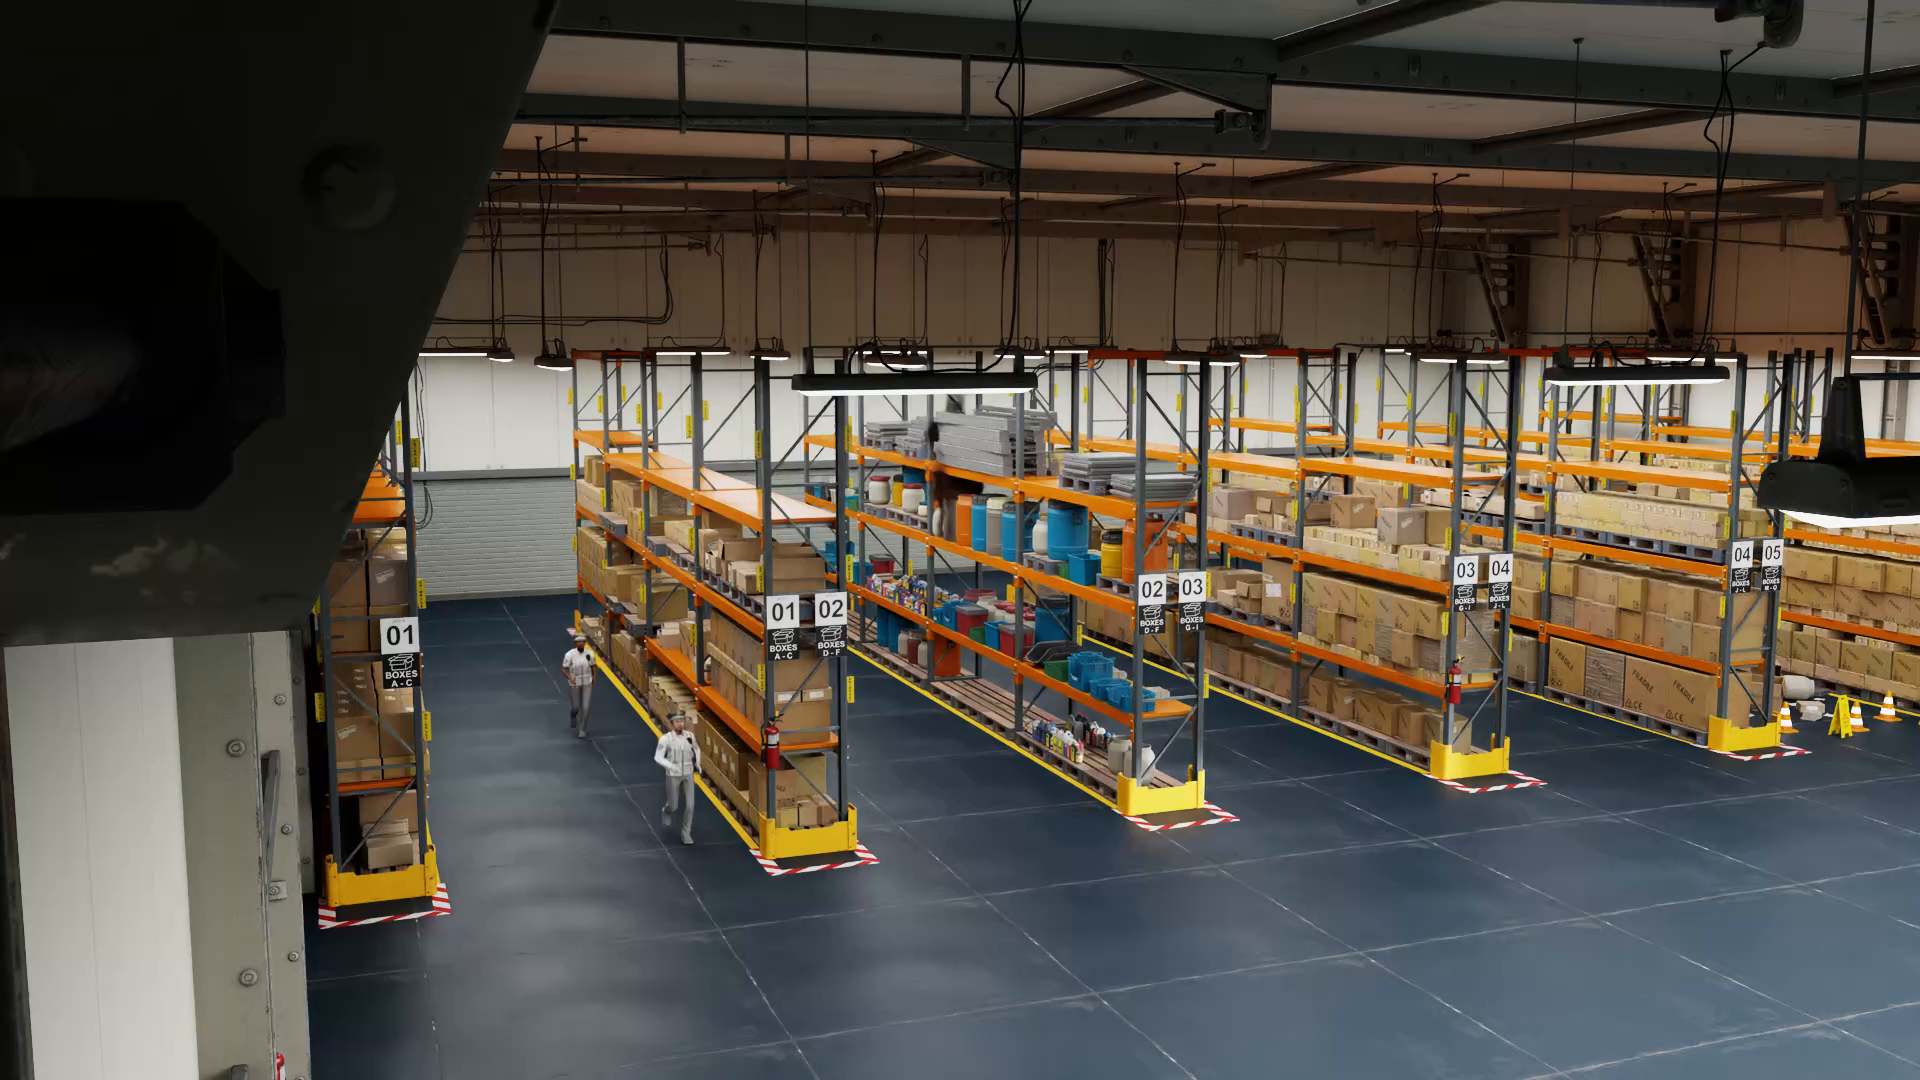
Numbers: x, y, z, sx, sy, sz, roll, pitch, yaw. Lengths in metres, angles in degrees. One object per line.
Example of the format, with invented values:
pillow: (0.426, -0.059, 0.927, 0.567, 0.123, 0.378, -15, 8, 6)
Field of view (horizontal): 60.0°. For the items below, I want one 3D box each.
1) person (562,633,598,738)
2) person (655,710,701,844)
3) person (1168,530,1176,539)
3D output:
person: (-5.974, 2.259, 26.199, 0.562, 1.655, 0.589, -3, 8, -24)
person: (-3.509, 2.925, 20.817, 0.624, 1.651, 0.728, -4, 8, -26)
person: (4.976, 0.417, 40.711, 0.711, 1.737, 0.607, 1, 7, 7)
